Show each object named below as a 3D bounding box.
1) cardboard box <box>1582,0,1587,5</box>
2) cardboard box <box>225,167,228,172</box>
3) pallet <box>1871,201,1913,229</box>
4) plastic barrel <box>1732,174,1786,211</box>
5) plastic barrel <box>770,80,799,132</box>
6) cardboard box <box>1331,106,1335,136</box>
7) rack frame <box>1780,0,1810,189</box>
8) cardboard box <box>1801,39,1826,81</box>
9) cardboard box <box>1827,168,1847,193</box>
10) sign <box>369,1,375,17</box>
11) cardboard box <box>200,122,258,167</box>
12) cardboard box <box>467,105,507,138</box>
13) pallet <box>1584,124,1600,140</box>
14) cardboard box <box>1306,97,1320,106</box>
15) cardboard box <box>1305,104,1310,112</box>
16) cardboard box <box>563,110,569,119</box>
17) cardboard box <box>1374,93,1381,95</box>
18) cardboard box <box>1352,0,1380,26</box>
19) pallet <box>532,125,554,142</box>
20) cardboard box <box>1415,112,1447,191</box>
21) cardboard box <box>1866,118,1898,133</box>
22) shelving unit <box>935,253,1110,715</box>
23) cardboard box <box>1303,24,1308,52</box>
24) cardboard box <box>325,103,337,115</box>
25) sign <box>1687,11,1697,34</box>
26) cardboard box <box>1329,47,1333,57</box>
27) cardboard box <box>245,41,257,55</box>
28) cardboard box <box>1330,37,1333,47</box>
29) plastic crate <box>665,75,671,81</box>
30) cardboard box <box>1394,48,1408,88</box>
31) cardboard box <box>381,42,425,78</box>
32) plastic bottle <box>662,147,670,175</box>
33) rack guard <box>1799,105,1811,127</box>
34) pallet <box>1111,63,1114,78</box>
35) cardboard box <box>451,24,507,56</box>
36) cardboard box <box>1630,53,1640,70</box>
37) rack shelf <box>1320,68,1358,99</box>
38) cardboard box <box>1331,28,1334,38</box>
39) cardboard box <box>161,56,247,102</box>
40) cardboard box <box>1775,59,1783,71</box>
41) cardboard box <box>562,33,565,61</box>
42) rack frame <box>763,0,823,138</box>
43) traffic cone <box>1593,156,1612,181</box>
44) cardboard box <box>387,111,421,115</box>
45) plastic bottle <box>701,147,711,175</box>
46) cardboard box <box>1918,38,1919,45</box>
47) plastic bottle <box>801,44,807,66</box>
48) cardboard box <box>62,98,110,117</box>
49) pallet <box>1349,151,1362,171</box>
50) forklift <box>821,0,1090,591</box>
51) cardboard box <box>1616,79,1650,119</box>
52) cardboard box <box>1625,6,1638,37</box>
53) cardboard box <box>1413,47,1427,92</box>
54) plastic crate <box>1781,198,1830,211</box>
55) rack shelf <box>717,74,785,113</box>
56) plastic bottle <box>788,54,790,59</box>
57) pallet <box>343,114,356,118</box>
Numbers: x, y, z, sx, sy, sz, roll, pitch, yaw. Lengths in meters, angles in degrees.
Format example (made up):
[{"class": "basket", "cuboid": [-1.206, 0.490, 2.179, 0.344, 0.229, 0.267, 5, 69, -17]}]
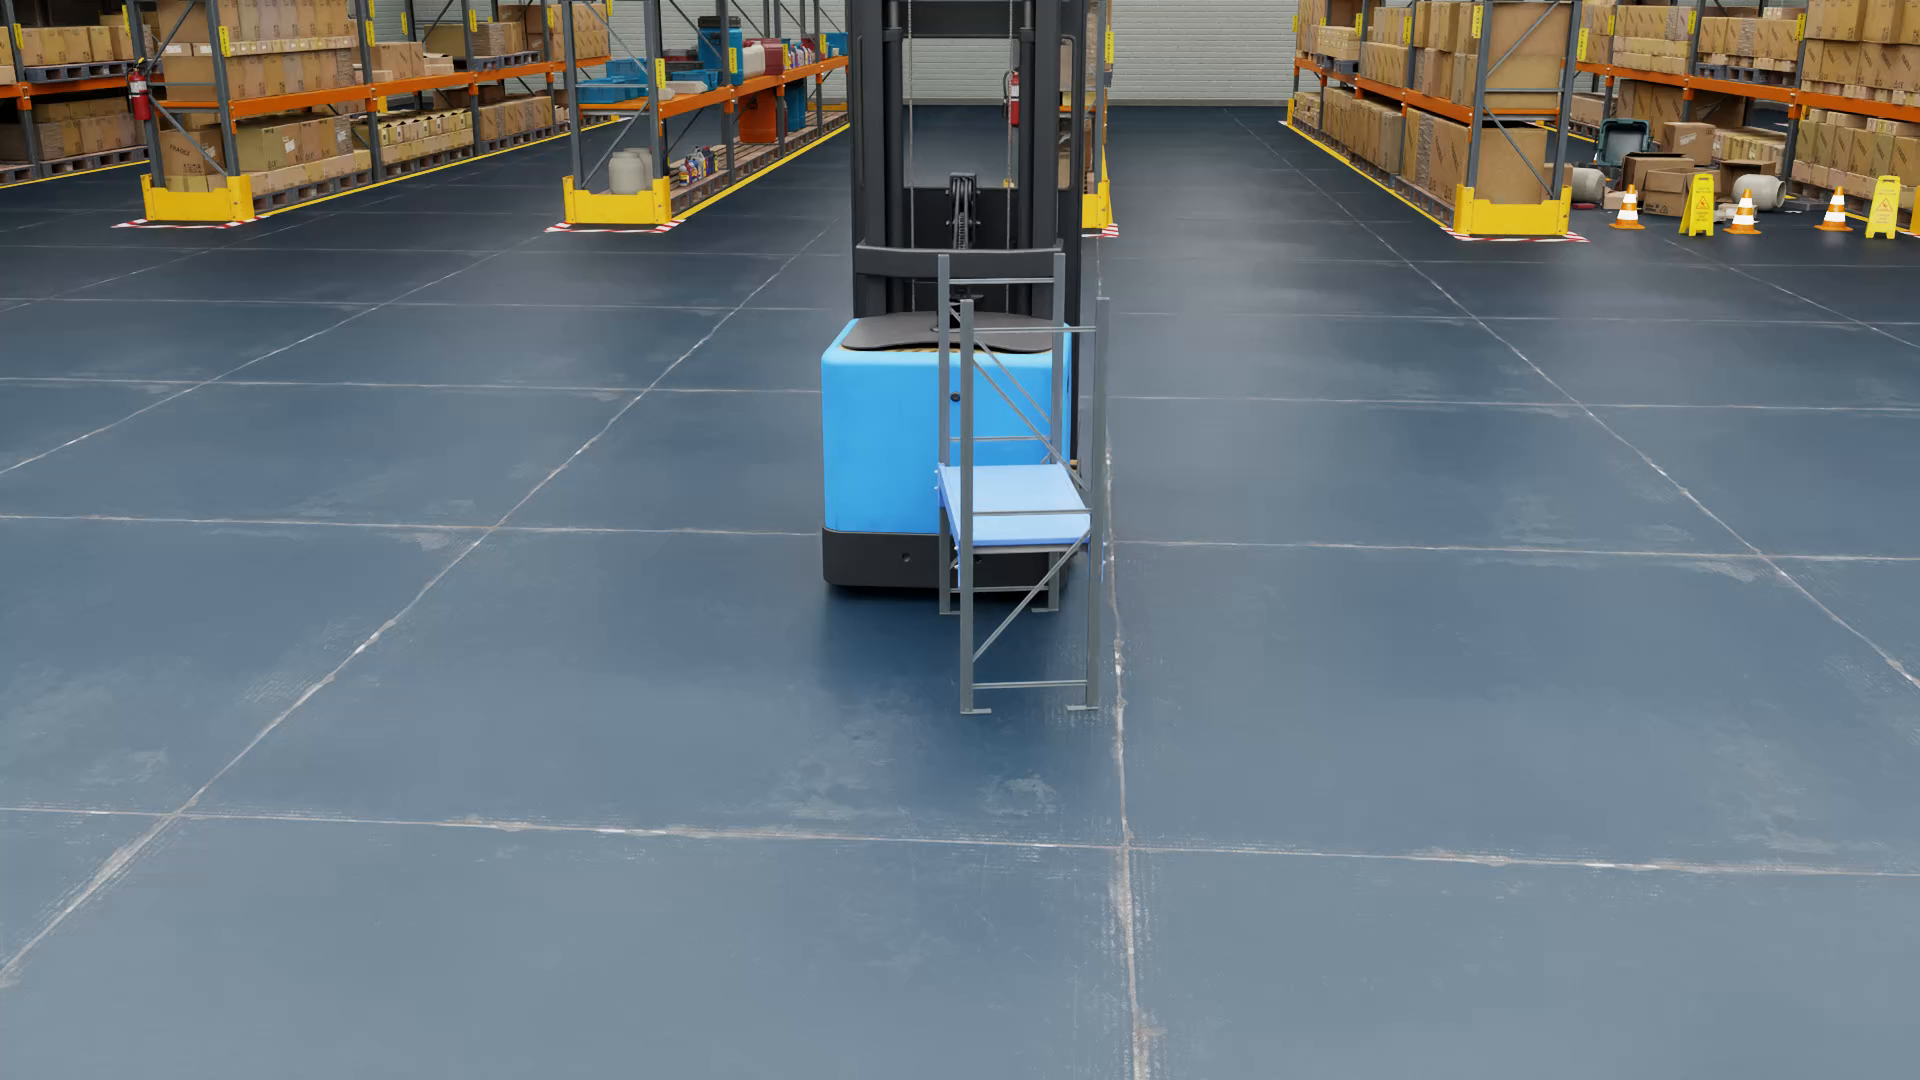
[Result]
[{"class": "cardboard box", "cuboid": [11.649, -9.934, 30.614, 0.380, 0.149, 0.250, 1, 18, 3]}, {"class": "cardboard box", "cuboid": [-9.040, -4.383, 20.225, 0.500, 0.250, 0.500, 1, 18, 4]}, {"class": "pallet", "cuboid": [11.056, -3.668, 18.779, 1.003, 0.211, 1.213, 1, 18, 4]}, {"class": "plastic barrel", "cuboid": [9.595, -4.169, 19.967, 0.512, 0.421, 0.421, 17, 25, 41]}, {"class": "plastic barrel", "cuboid": [-3.114, -7.591, 28.968, 0.600, 0.901, 0.708, 1, 18, 4]}, {"class": "cardboard box", "cuboid": [6.495, -6.985, 27.763, 0.500, 0.500, 0.500, 2, 18, 5]}, {"class": "rack frame", "cuboid": [11.244, -5.961, 21.297, 1.000, 3.000, 0.127, 1, 18, 4]}, {"class": "cardboard box", "cuboid": [10.934, -6.019, 20.837, 0.500, 0.500, 0.500, 1, 18, 4]}, {"class": "cardboard box", "cuboid": [10.870, -4.345, 20.109, 0.500, 0.250, 0.500, 1, 18, 3]}, {"class": "sign", "cuboid": [-12.062, -10.887, 34.091, 0.100, 0.325, 0.005, 1, 18, 4]}, {"class": "cardboard box", "cuboid": [-9.009, -4.895, 20.582, 0.500, 0.500, 0.500, 1, 18, 4]}, {"class": "cardboard box", "cuboid": [-7.885, -6.965, 27.671, 0.500, 0.500, 0.500, 1, 18, 2]}, {"class": "pallet", "cuboid": [11.950, -7.355, 30.029, 1.003, 0.211, 1.213, 1, 18, 4]}, {"class": "cardboard box", "cuboid": [6.659, -8.175, 31.003, 0.380, 0.149, 0.250, 1, 18, 2]}, {"class": "cardboard box", "cuboid": [6.810, -8.272, 31.778, 0.380, 0.149, 0.250, 0, 18, 1]}, {"class": "cardboard box", "cuboid": [-7.650, -8.146, 31.809, 0.380, 0.166, 0.250, 1, 18, 4]}, {"class": "cardboard box", "cuboid": [6.913, -7.016, 26.654, 0.500, 0.250, 0.500, 1, 18, 3]}, {"class": "cardboard box", "cuboid": [7.148, -9.323, 29.314, 0.500, 0.500, 0.500, 2, 18, 5]}, {"class": "pallet", "cuboid": [-7.968, -7.310, 29.894, 1.003, 0.211, 1.213, 1, 18, 4]}, {"class": "cardboard box", "cuboid": [6.124, -4.756, 20.358, 0.875, 0.875, 0.875, 1, 18, 4]}, {"class": "cardboard box", "cuboid": [10.756, -4.806, 19.268, 0.380, 0.149, 0.250, 2, 18, 6]}, {"class": "shelving unit", "cuboid": [0.207, -0.250, 6.277, 0.538, 1.500, 1.048, -2, 18, -5]}, {"class": "cardboard box", "cuboid": [6.791, -9.504, 31.471, 0.500, 0.500, 0.500, 2, 18, 5]}, {"class": "cardboard box", "cuboid": [-12.655, -8.555, 32.555, 0.700, 0.500, 0.500, 2, 18, 5]}, {"class": "sign", "cuboid": [10.977, -7.765, 24.942, 0.100, 0.325, 0.005, 1, 18, 4]}, {"class": "cardboard box", "cuboid": [6.276, -8.009, 27.276, 0.380, 0.149, 0.250, 0, 18, 1]}, {"class": "cardboard box", "cuboid": [-8.529, -5.794, 19.586, 0.380, 0.149, 0.250, 1, 18, 4]}, {"class": "cardboard box", "cuboid": [6.276, -8.148, 27.224, 0.380, 0.149, 0.250, 1, 18, 3]}, {"class": "plastic crate", "cuboid": [-3.960, -5.776, 21.075, 0.450, 0.188, 0.662, 1, 18, 4]}, {"class": "cardboard box", "cuboid": [6.070, -6.255, 22.035, 0.500, 0.500, 0.500, 1, 18, 4]}, {"class": "cardboard box", "cuboid": [-8.338, -7.172, 24.834, 0.500, 0.500, 0.500, 0, 18, 1]}, {"class": "plastic bottle", "cuboid": [-3.909, -4.998, 21.907, 0.144, 0.351, 0.185, 1, 18, 4]}, {"class": "rack guard", "cuboid": [17.050, -8.366, 32.653, 1.175, 0.500, 0.348, 1, 18, 4]}, {"class": "pallet", "cuboid": [1.701, -7.109, 25.110, 1.213, 0.211, 1.003, 1, 18, 4]}, {"class": "cardboard box", "cuboid": [-8.046, -8.371, 27.819, 0.700, 0.500, 0.500, 5, 19, 14]}, {"class": "cardboard box", "cuboid": [11.434, -7.924, 27.528, 0.500, 0.250, 0.500, 1, 18, 3]}, {"class": "rack shelf", "cuboid": [6.730, -7.561, 27.337, 1.077, 0.370, 4.000, 1, 18, 4]}, {"class": "cardboard box", "cuboid": [6.278, -8.290, 27.178, 0.380, 0.149, 0.250, 2, 18, 6]}, {"class": "cardboard box", "cuboid": [-8.762, -5.354, 19.285, 0.700, 0.500, 0.500, 1, 18, 4]}, {"class": "cardboard box", "cuboid": [11.042, -6.288, 22.026, 0.380, 0.149, 0.250, 1, 18, 2]}, {"class": "cardboard box", "cuboid": [-7.606, -9.248, 31.167, 0.500, 0.500, 0.500, 2, 18, 5]}, {"class": "rack frame", "cuboid": [-3.007, -8.777, 29.892, 1.000, 3.000, 0.127, 1, 18, 4]}, {"class": "traffic cone", "cuboid": [8.960, -5.284, 23.305, 0.336, 0.463, 0.334, 1, 18, 4]}, {"class": "cardboard box", "cuboid": [-8.594, -6.486, 25.742, 0.500, 0.311, 0.500, 1, 18, 3]}, {"class": "plastic bottle", "cuboid": [-3.353, -4.977, 21.841, 0.144, 0.351, 0.185, 0, 18, 1]}, {"class": "cardboard box", "cuboid": [10.776, -5.546, 17.787, 0.700, 0.500, 0.500, 1, 18, 3]}, {"class": "plastic bottle", "cuboid": [-2.747, -8.461, 29.006, 0.144, 0.351, 0.185, 1, 18, 4]}, {"class": "cardboard box", "cuboid": [-13.310, -6.573, 25.270, 0.500, 0.250, 0.500, 1, 18, 4]}, {"class": "pallet", "cuboid": [6.454, -5.714, 25.022, 1.003, 0.211, 1.213, 1, 18, 4]}, {"class": "forklift", "cuboid": [0.055, -1.588, 8.061, 1.130, 2.935, 3.031, 2, 18, 5]}, {"class": "cardboard box", "cuboid": [11.853, -7.441, 28.552, 0.875, 0.875, 0.875, 2, 18, 6]}, {"class": "cardboard box", "cuboid": [11.490, -8.679, 27.827, 0.500, 0.500, 0.500, 1, 18, 4]}, {"class": "cardboard box", "cuboid": [6.285, -5.996, 21.164, 0.875, 0.550, 0.550, 1, 18, 4]}, {"class": "plastic crate", "cuboid": [10.314, -4.104, 20.319, 0.402, 0.080, 0.583, -5, 19, -15]}, {"class": "rack shelf", "cuboid": [-3.437, -6.572, 24.317, 1.077, 0.370, 4.000, 1, 18, 4]}, {"class": "plastic bottle", "cuboid": [-2.846, -7.893, 27.400, 0.097, 0.271, 0.097, 0, 18, 0]}, {"class": "pallet", "cuboid": [-12.671, -8.287, 32.876, 1.003, 0.211, 1.213, 1, 18, 4]}]
